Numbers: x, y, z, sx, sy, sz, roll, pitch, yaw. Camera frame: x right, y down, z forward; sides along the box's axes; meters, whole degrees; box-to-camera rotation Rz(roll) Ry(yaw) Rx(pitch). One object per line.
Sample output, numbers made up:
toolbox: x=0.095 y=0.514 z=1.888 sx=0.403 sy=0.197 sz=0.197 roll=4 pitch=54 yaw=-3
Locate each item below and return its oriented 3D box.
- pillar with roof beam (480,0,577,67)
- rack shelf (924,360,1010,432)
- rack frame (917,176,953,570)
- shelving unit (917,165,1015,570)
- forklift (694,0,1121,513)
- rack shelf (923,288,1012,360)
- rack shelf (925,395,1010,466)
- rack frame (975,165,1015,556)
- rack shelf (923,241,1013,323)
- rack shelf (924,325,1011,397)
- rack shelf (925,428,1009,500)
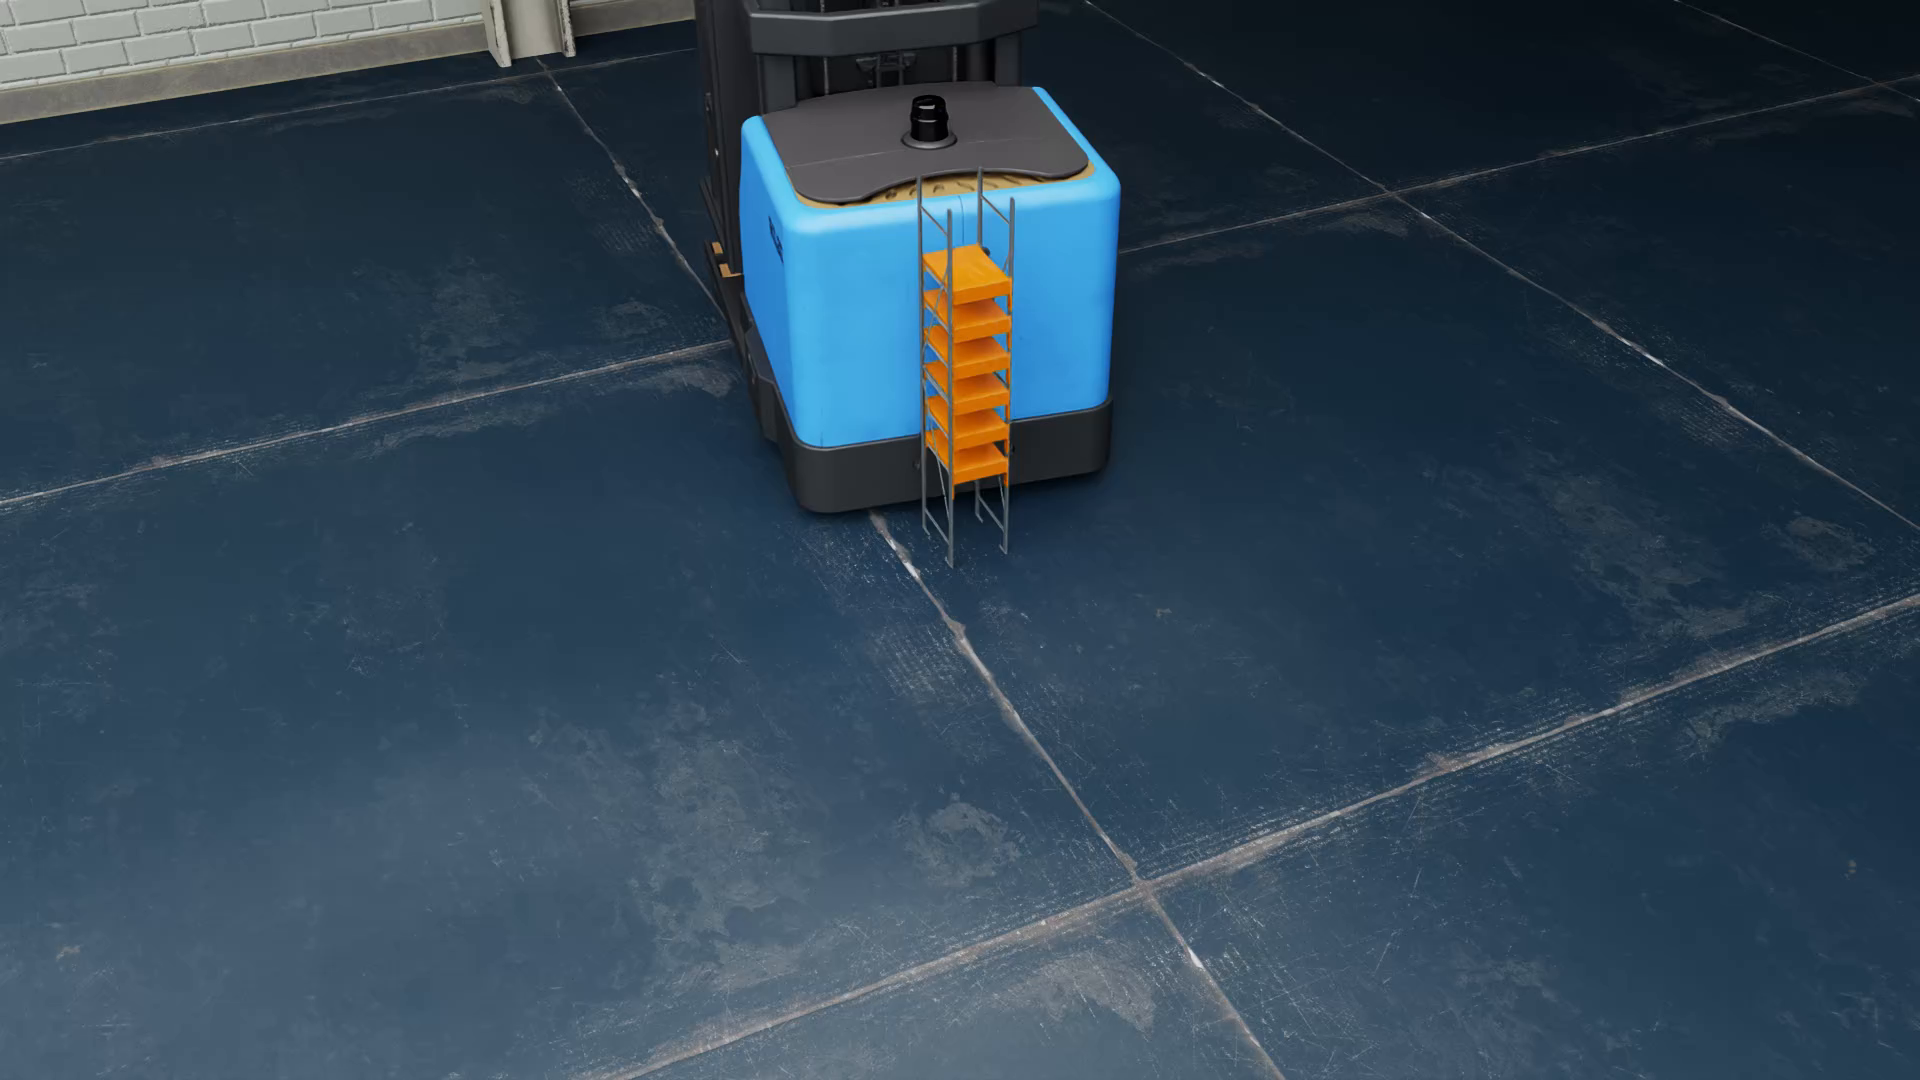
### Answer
pillar with roof beam: x=-0.407 y=-3.845 z=2.880 sx=0.400 sy=9.000 sz=9.100 roll=-16 pitch=39 yaw=-20
rack shelf: x=0.014 y=-0.442 z=4.914 sx=0.180 sy=0.103 sz=0.258 roll=-14 pitch=39 yaw=-18
rack frame: x=-0.070 y=-0.457 z=4.859 sx=0.006 sy=1.200 sz=0.240 roll=-14 pitch=39 yaw=-18
shelving unit: x=0.014 y=-0.478 z=4.887 sx=0.189 sy=1.200 sz=0.258 roll=-14 pitch=39 yaw=-18
forklift: x=-0.389 y=-2.141 z=5.677 sx=1.130 sy=2.935 sz=3.031 roll=-9 pitch=38 yaw=-12
rack shelf: x=0.015 y=-0.635 z=4.771 sx=0.180 sy=0.103 sz=0.258 roll=-14 pitch=39 yaw=-18
rack shelf: x=0.014 y=-0.346 z=4.985 sx=0.180 sy=0.103 sz=0.258 roll=-14 pitch=39 yaw=-18
rack frame: x=0.099 y=-0.499 z=4.916 sx=0.006 sy=1.200 sz=0.240 roll=-14 pitch=39 yaw=-18
rack shelf: x=0.015 y=-0.732 z=4.699 sx=0.180 sy=0.103 sz=0.258 roll=-14 pitch=39 yaw=-18
rack shelf: x=0.014 y=-0.539 z=4.842 sx=0.180 sy=0.103 sz=0.258 roll=-14 pitch=39 yaw=-18
rack shelf: x=0.014 y=-0.250 z=5.057 sx=0.180 sy=0.103 sz=0.258 roll=-14 pitch=39 yaw=-18
